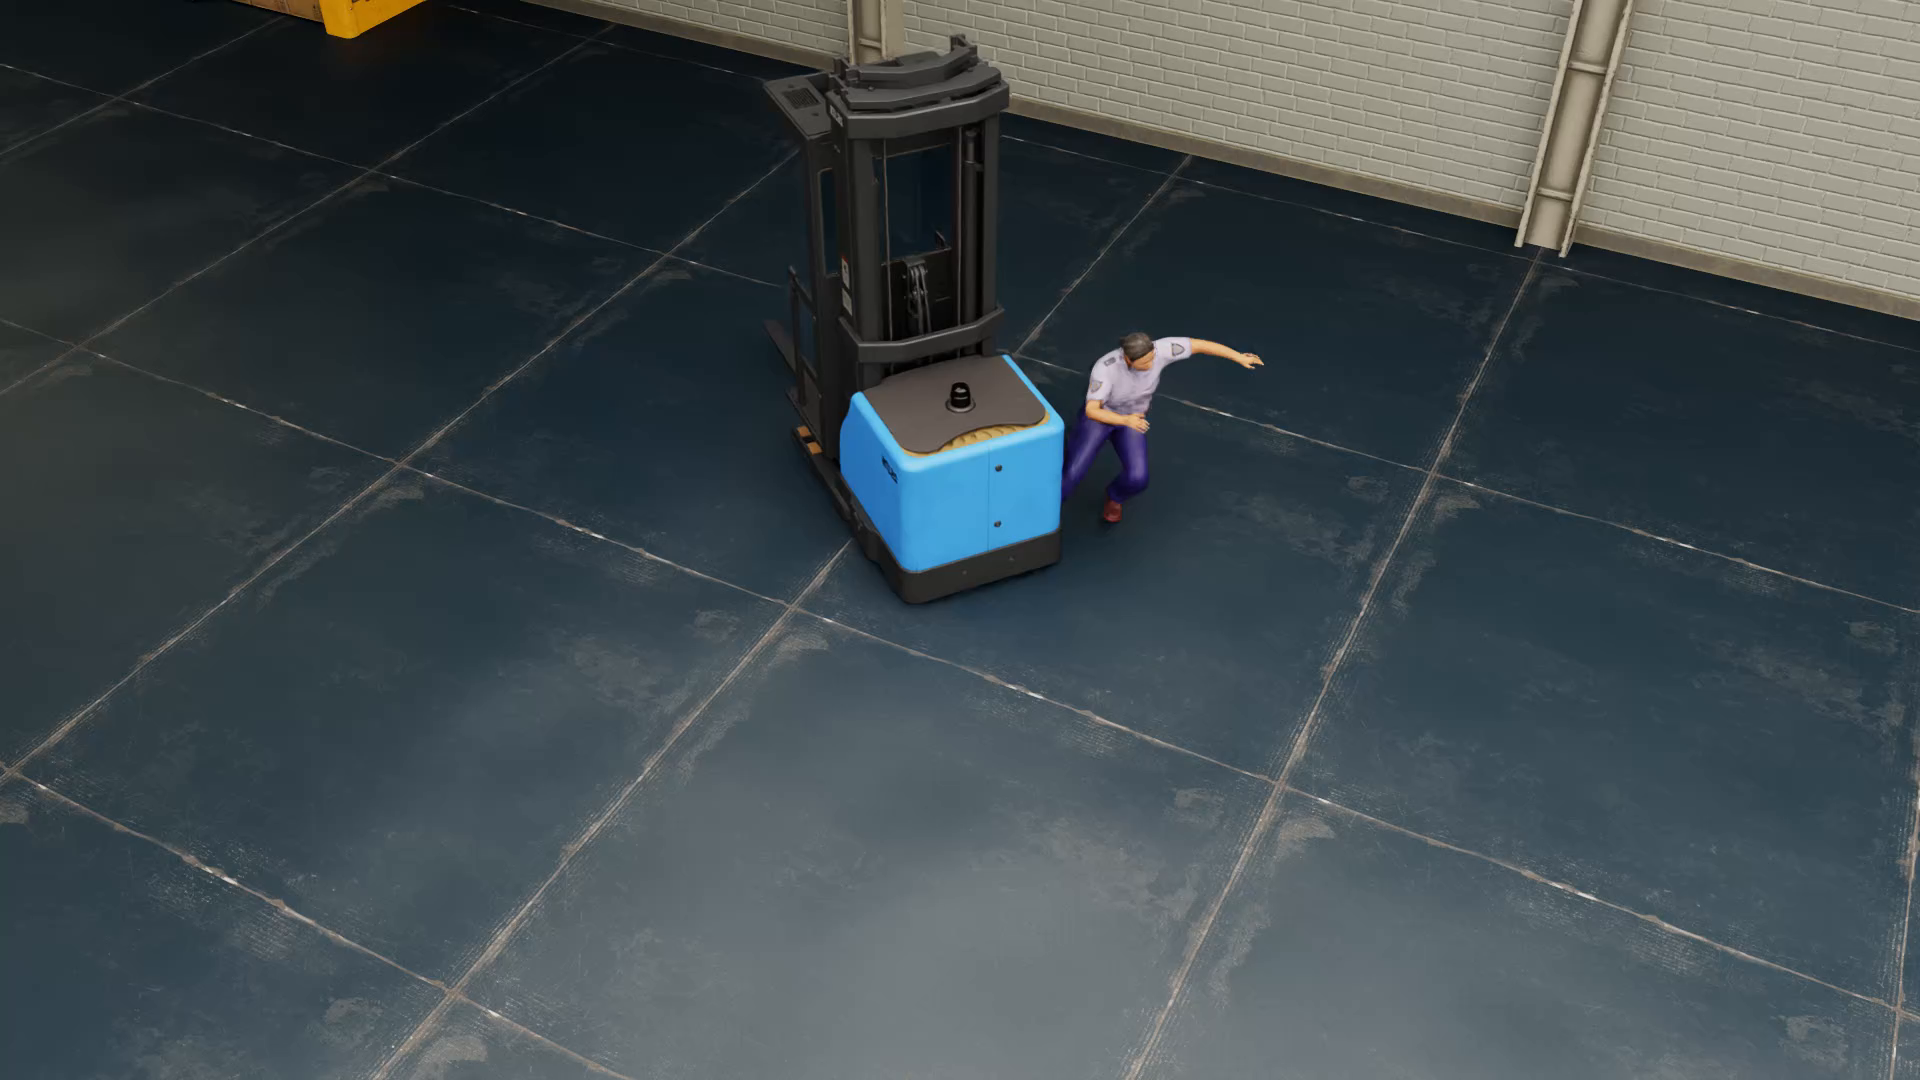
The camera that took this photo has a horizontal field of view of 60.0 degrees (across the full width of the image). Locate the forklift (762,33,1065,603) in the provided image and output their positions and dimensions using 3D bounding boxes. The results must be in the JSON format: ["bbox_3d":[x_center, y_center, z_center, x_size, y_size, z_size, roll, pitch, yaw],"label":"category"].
[{"bbox_3d":[-0.458,-1.700,10.005,1.130,2.935,3.031,-16,43,-18],"label":"forklift"}]

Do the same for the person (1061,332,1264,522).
[{"bbox_3d":[1.033,-0.610,10.020,1.526,1.263,0.760,-12,42,-14],"label":"person"}]
